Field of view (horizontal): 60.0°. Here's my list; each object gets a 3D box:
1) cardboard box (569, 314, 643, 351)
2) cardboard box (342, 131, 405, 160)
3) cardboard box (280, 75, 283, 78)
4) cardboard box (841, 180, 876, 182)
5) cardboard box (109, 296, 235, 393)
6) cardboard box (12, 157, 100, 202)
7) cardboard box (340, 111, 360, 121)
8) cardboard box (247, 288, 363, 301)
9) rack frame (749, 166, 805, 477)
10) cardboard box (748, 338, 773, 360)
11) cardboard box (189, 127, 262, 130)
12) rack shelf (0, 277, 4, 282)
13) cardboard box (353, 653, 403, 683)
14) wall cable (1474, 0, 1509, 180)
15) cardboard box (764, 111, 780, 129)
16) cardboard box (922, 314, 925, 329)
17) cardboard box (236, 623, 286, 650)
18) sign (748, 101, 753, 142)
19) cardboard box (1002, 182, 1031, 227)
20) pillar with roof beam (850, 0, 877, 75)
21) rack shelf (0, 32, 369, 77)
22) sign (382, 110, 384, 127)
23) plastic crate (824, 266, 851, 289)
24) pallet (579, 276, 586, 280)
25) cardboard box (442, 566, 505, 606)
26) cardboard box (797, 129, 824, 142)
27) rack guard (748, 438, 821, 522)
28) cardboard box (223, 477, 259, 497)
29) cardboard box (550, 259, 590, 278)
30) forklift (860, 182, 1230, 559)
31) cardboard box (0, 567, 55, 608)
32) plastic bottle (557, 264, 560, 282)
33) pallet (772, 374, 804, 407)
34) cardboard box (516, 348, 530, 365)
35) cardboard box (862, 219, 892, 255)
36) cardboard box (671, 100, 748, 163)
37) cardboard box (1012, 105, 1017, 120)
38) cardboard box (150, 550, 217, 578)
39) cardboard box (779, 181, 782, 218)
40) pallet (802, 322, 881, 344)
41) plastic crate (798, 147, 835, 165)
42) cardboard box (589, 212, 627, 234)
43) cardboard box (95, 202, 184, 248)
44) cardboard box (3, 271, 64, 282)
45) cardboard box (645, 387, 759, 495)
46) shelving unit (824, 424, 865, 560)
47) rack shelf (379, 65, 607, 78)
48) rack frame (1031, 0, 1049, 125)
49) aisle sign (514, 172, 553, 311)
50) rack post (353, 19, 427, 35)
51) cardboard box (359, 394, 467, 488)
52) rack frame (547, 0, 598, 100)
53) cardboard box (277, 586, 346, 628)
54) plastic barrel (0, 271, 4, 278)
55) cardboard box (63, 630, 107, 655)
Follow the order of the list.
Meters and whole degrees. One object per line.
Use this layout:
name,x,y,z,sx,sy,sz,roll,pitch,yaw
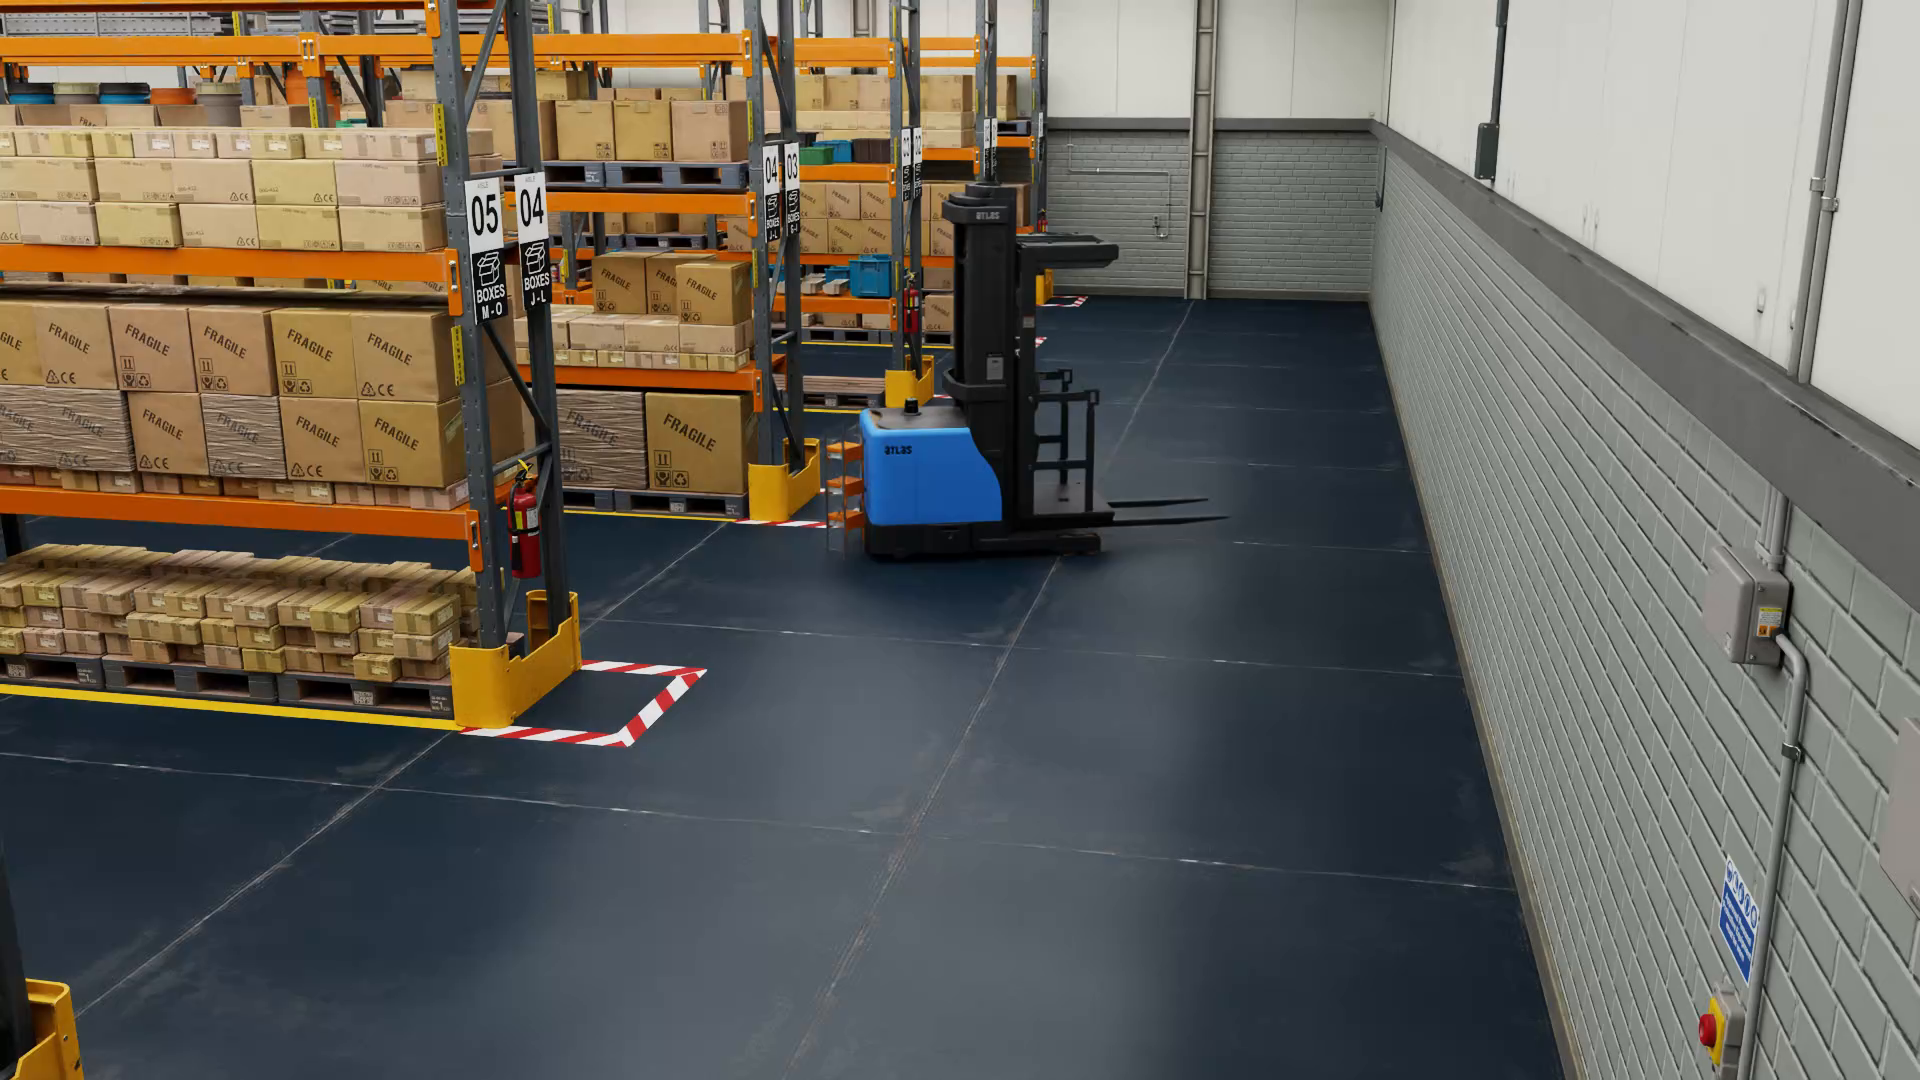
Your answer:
cardboard box,-3.128,-1.845,14.758,0.500,0.250,0.500,3,16,9
cardboard box,-3.303,-2.252,9.481,0.250,0.149,0.380,3,16,12
cardboard box,-12.341,-8.446,31.147,0.500,0.500,0.500,3,16,11
cardboard box,-1.511,-5.058,24.573,0.500,0.500,0.500,3,16,11
cardboard box,-4.717,-1.184,10.029,0.500,0.500,0.500,3,16,9
cardboard box,-5.211,-2.152,9.868,0.500,0.250,0.500,3,16,12
cardboard box,-9.525,-6.451,25.538,0.500,0.250,0.500,2,16,6
cardboard box,-4.080,-1.297,10.438,0.500,0.500,0.500,3,16,10
rack frame,-1.605,-1.764,14.740,0.127,3.000,1.000,3,16,11
cardboard box,-1.887,-1.748,15.153,0.250,0.149,0.380,3,16,12
cardboard box,-4.481,-2.445,10.178,0.250,0.149,0.380,4,16,13
rack shelf,-10.417,-3.245,21.434,4.000,0.370,1.077,3,16,11
cardboard box,-3.522,0.739,10.258,0.250,0.149,0.380,4,16,13
wall cable,3.249,-5.003,9.169,0.120,5.999,2.277,3,16,11
cardboard box,-2.630,-6.065,23.993,0.500,0.250,0.500,3,16,11
cardboard box,-0.588,-3.211,24.449,0.250,0.166,0.380,3,16,11
cardboard box,-4.286,0.552,10.377,0.250,0.149,0.380,3,16,12
sign,-1.727,-3.457,13.722,0.005,0.325,0.100,3,16,11
cardboard box,0.855,-5.820,28.822,0.700,0.700,0.980,4,16,14
pillar with roof beam,-2.563,-7.818,25.358,0.400,9.000,9.100,3,16,11
rack shelf,-7.485,-4.435,15.241,4.000,0.370,1.077,3,16,11
sign,-5.416,-3.855,15.553,0.005,0.325,0.100,3,16,11
plastic crate,-1.439,-3.142,19.917,0.300,0.233,0.416,3,16,11
pallet,-7.249,-4.775,30.834,1.213,0.211,1.003,3,16,11
cardboard box,-3.138,0.297,10.742,0.250,0.149,0.380,2,16,9
cardboard box,-2.141,-5.796,23.958,0.500,0.250,0.500,3,16,11
rack guard,-1.581,-0.558,15.069,0.348,0.500,1.175,3,16,11
cardboard box,-4.313,-0.385,10.235,0.250,0.149,0.380,2,16,9
cardboard box,-7.199,-5.109,30.674,0.500,0.500,0.700,3,16,12
forklift,0.709,-1.421,13.631,3.031,2.935,1.130,-2,16,-8
cardboard box,-6.058,0.303,10.718,0.250,0.149,0.380,4,16,14
plastic bottle,-4.943,-3.354,20.700,0.133,0.283,0.061,3,16,11
pallet,-2.610,-1.835,20.221,1.213,0.211,1.003,3,16,11
cardboard box,-3.773,-1.670,14.873,0.250,0.149,0.380,3,16,9
cardboard box,-1.117,-4.410,24.108,0.500,0.500,0.500,3,16,12
cardboard box,-2.125,-3.522,14.306,0.500,0.500,0.700,2,16,8
cardboard box,0.690,-7.378,28.696,0.500,0.250,0.500,4,16,14
cardboard box,-5.185,0.190,11.125,0.250,0.149,0.380,2,16,8
cardboard box,-2.636,-4.972,24.261,0.500,0.500,0.500,3,16,9
pallet,-1.675,-3.123,24.870,1.213,0.211,1.003,3,16,11
plastic crate,-1.641,-4.381,18.965,0.336,0.188,0.450,3,16,11
cardboard box,-5.291,-4.896,25.074,0.500,0.500,0.700,-1,16,-3
cardboard box,-4.701,-1.878,9.815,0.500,0.250,0.500,4,16,14
cardboard box,-8.731,-2.678,15.973,0.637,0.503,0.797,4,16,13
cardboard box,-2.248,-0.955,15.015,0.875,0.875,0.875,3,16,11
shelving unit,-0.930,-0.385,13.414,0.215,1.050,0.252,11,19,34
rack shelf,-8.443,-8.535,30.043,4.000,0.370,1.077,3,16,11
rack frame,1.356,-8.542,27.973,0.127,3.000,1.000,3,16,11
aisle sign,-2.561,-1.799,9.998,0.004,0.787,0.394,3,16,11
rack post,-6.547,-5.997,19.720,0.954,0.300,0.937,5,16,17
cardboard box,-3.184,-0.620,9.866,0.500,0.500,0.500,3,16,12
rack frame,-4.538,-6.163,19.385,0.127,3.000,1.000,3,16,11
cardboard box,-4.017,0.412,10.325,0.250,0.149,0.380,2,16,9
plastic barrel,-12.059,-3.839,21.295,0.708,0.901,0.600,3,16,11
cardboard box,-5.546,0.605,10.743,0.250,0.149,0.380,3,16,10
